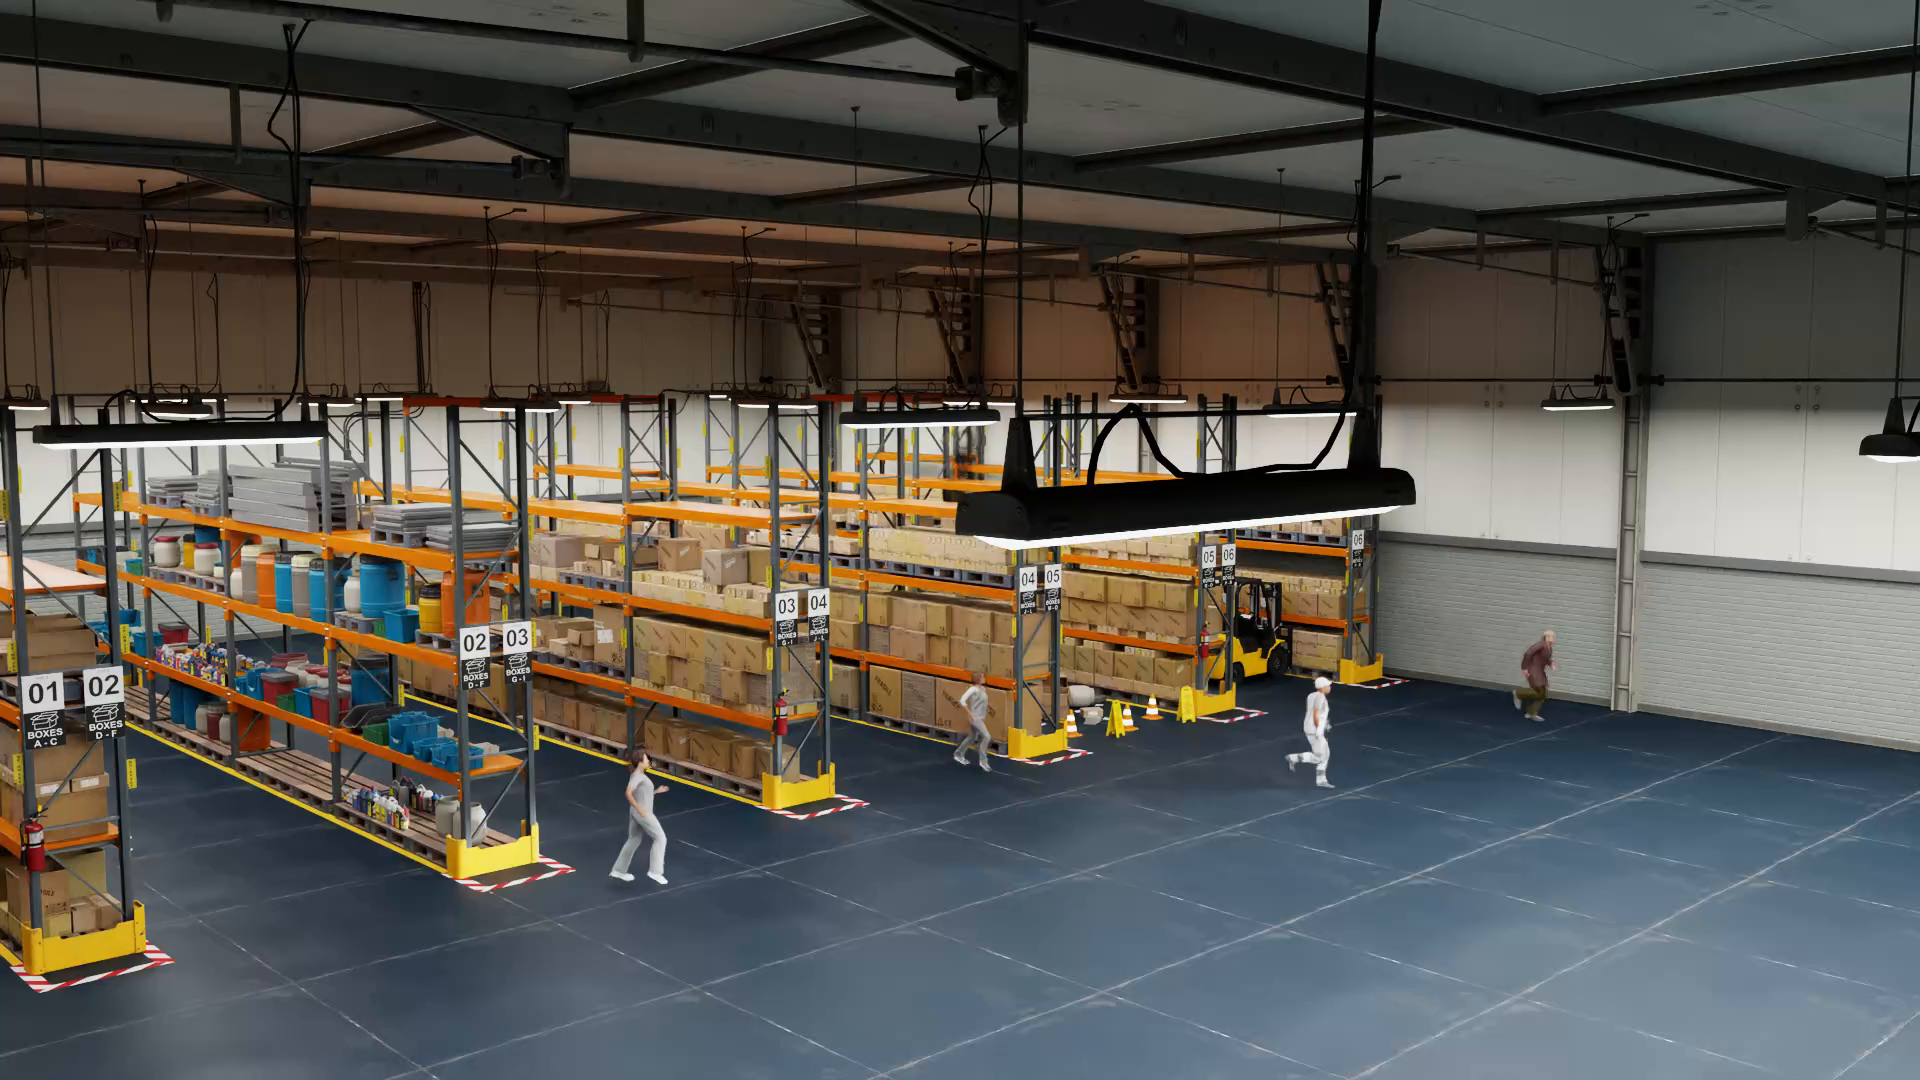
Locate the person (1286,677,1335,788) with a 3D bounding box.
[{"bbox_3d":[5.443,2.993,25.819,0.775,1.751,0.683,0,6,1],"label":"person"}]

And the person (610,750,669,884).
[{"bbox_3d":[-4.005,3.488,20.819,0.758,1.727,0.538,-3,6,-25],"label":"person"}]

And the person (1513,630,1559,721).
[{"bbox_3d":[10.714,2.509,30.962,0.794,1.711,0.701,4,7,34],"label":"person"}]

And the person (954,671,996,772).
[{"bbox_3d":[0.231,2.937,26.988,0.712,1.615,0.538,2,6,17],"label":"person"}]
